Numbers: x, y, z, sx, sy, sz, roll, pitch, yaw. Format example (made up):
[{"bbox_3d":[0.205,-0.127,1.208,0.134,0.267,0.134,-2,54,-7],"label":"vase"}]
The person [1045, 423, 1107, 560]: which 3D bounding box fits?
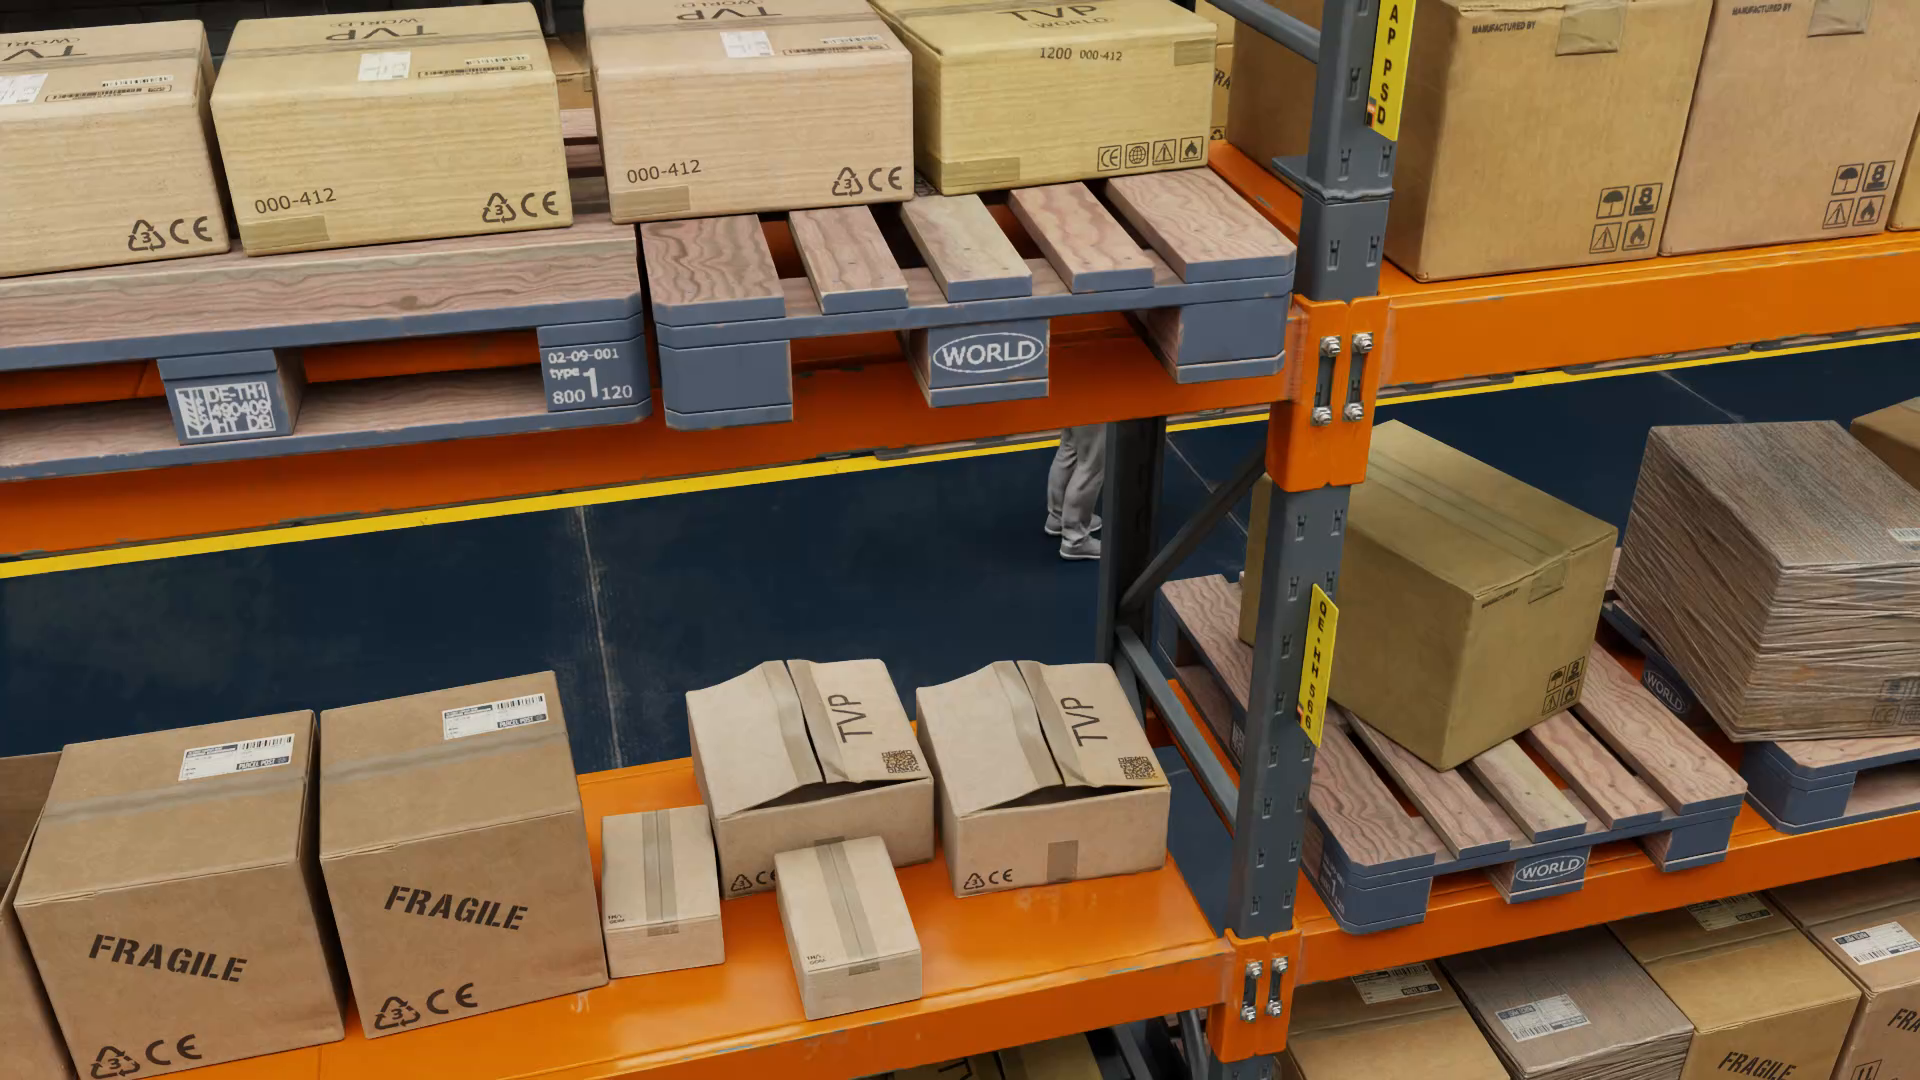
[{"bbox_3d":[0.624,-0.721,7.342,0.515,1.685,0.457,-8,31,-13],"label":"person"}]
